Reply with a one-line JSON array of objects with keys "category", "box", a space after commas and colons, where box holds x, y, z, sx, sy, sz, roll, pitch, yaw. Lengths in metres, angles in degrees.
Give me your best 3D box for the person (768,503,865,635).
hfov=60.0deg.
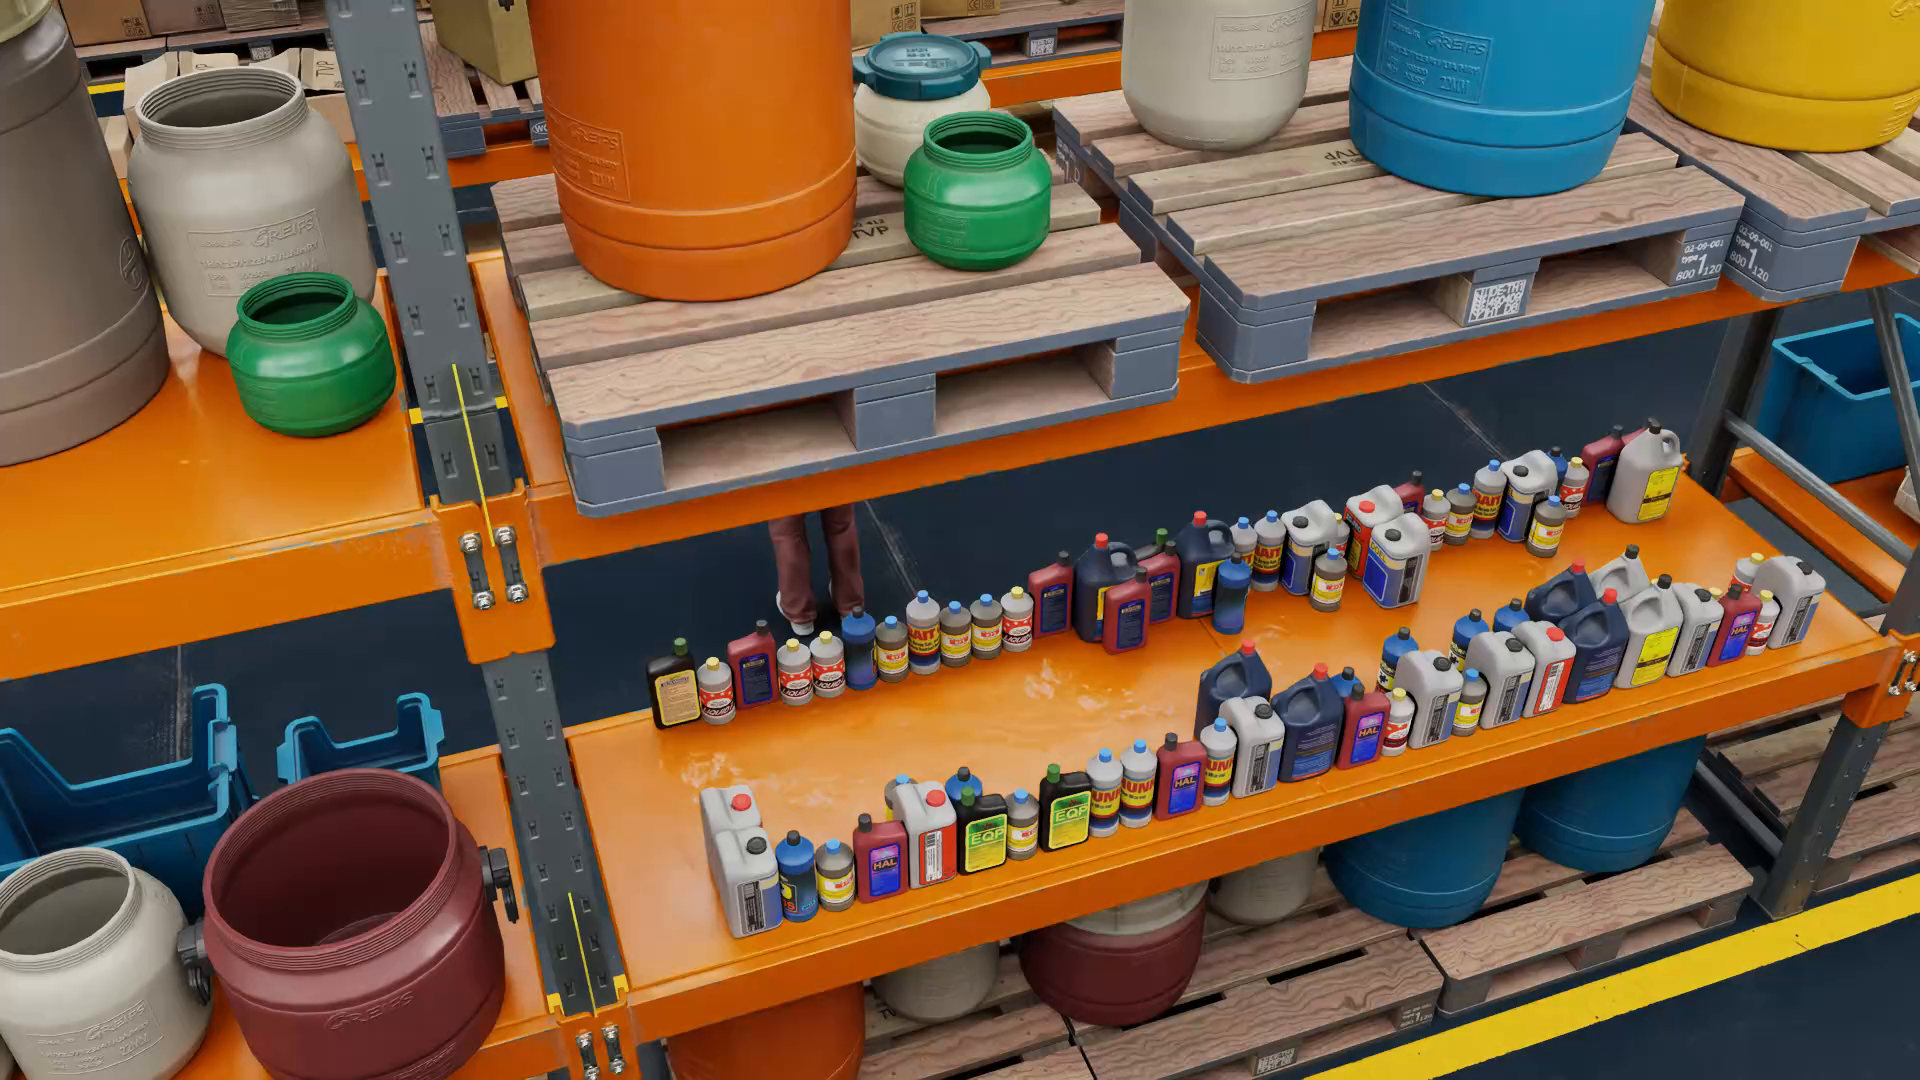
[{"category": "person", "box": [-0.621, -0.367, 6.633, 0.428, 1.663, 0.558, -13, 40, -16]}]
